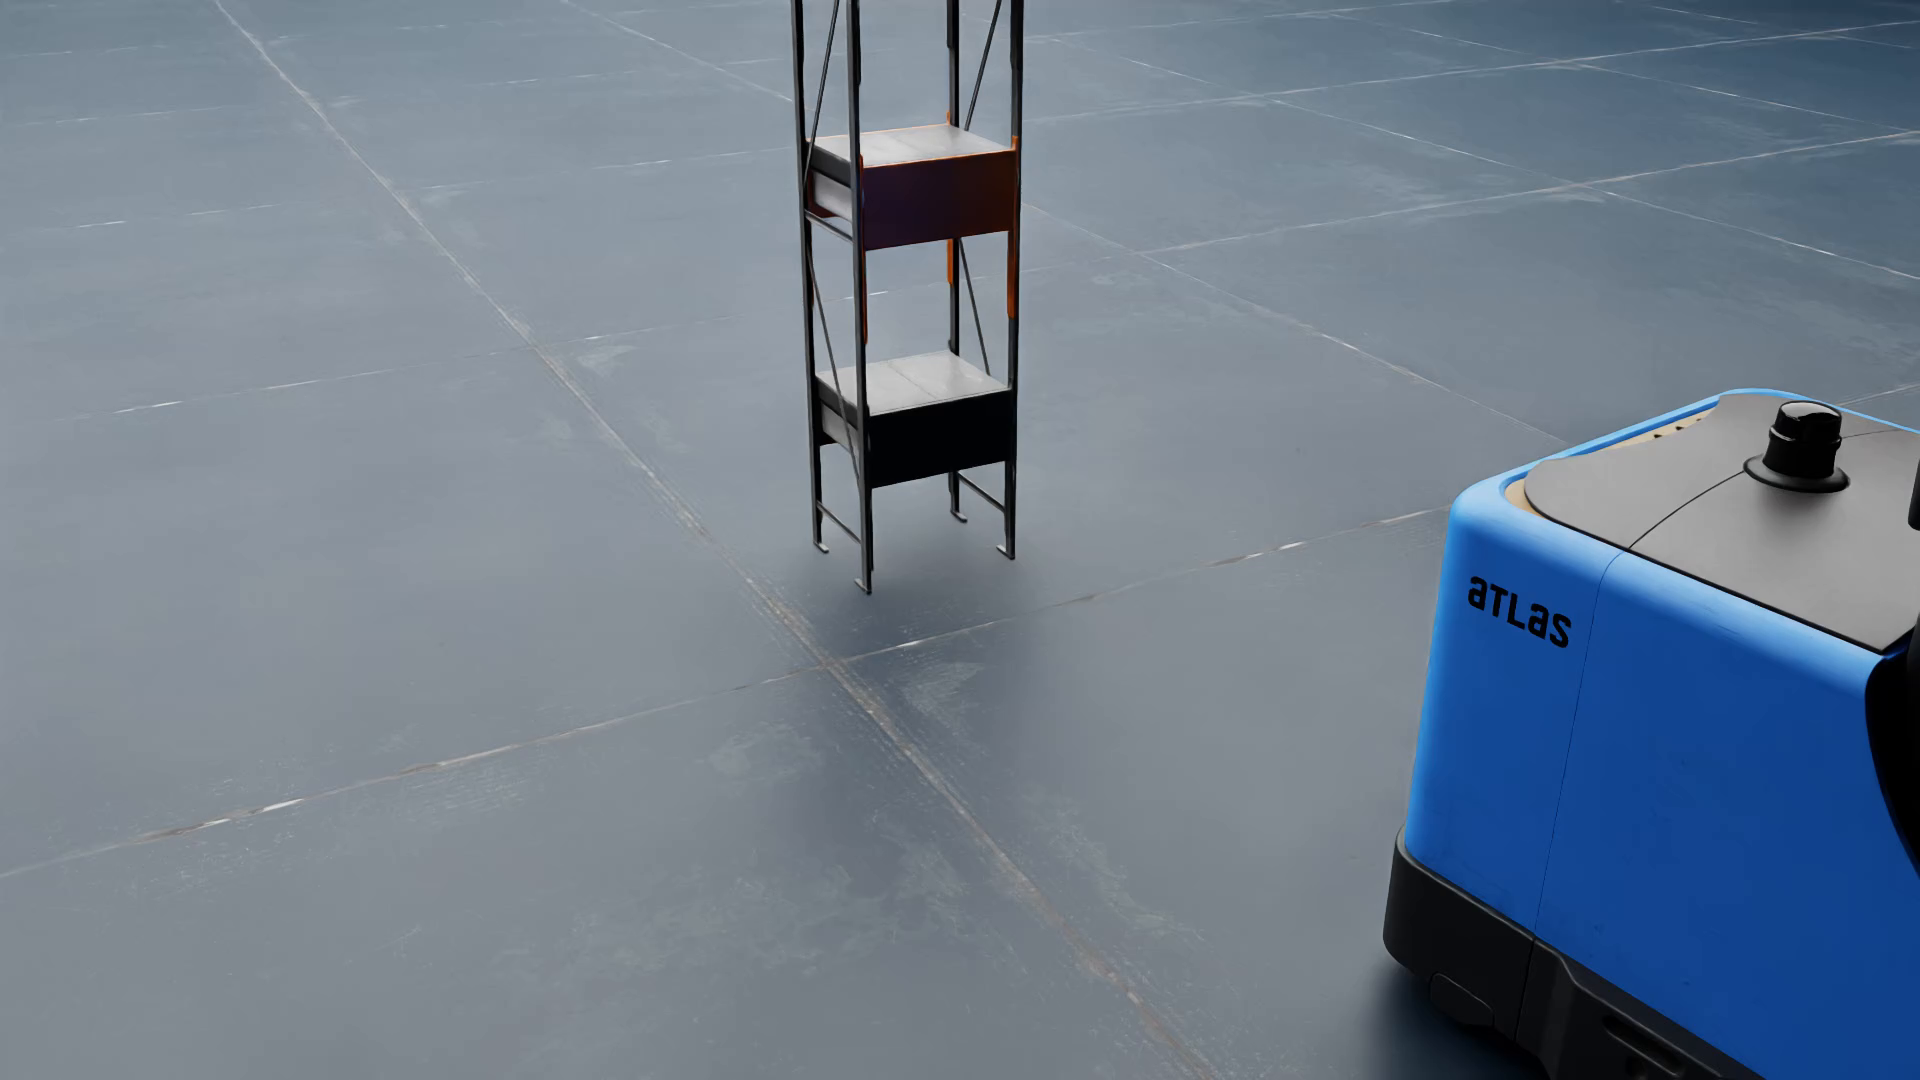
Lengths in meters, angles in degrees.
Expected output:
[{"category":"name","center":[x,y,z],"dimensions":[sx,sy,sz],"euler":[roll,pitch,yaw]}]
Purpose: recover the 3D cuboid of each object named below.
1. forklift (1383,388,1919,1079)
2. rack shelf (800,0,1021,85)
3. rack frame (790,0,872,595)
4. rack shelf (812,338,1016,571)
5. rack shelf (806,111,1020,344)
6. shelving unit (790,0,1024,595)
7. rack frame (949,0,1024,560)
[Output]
[{"category":"forklift","center":[2.132,-0.049,1.967],"dimensions":[1.130,2.935,3.031],"euler":[-17,31,-32]},{"category":"rack shelf","center":[-0.146,-1.532,4.428],"dimensions":[0.480,0.518,0.431],"euler":[-13,29,-25]},{"category":"rack frame","center":[-0.361,-0.863,4.622],"dimensions":[0.015,2.100,0.400],"euler":[-13,29,-25]},{"category":"rack shelf","center":[-0.146,-0.270,5.034],"dimensions":[0.480,0.518,0.431],"euler":[-13,29,-25]},{"category":"rack shelf","center":[-0.146,-0.901,4.731],"dimensions":[0.480,0.518,0.431],"euler":[-13,29,-25]},{"category":"shelving unit","center":[-0.146,-0.913,4.725],"dimensions":[0.503,2.100,0.431],"euler":[-13,29,-25]},{"category":"rack frame","center":[0.069,-0.963,4.829],"dimensions":[0.015,2.100,0.400],"euler":[-13,29,-25]}]
